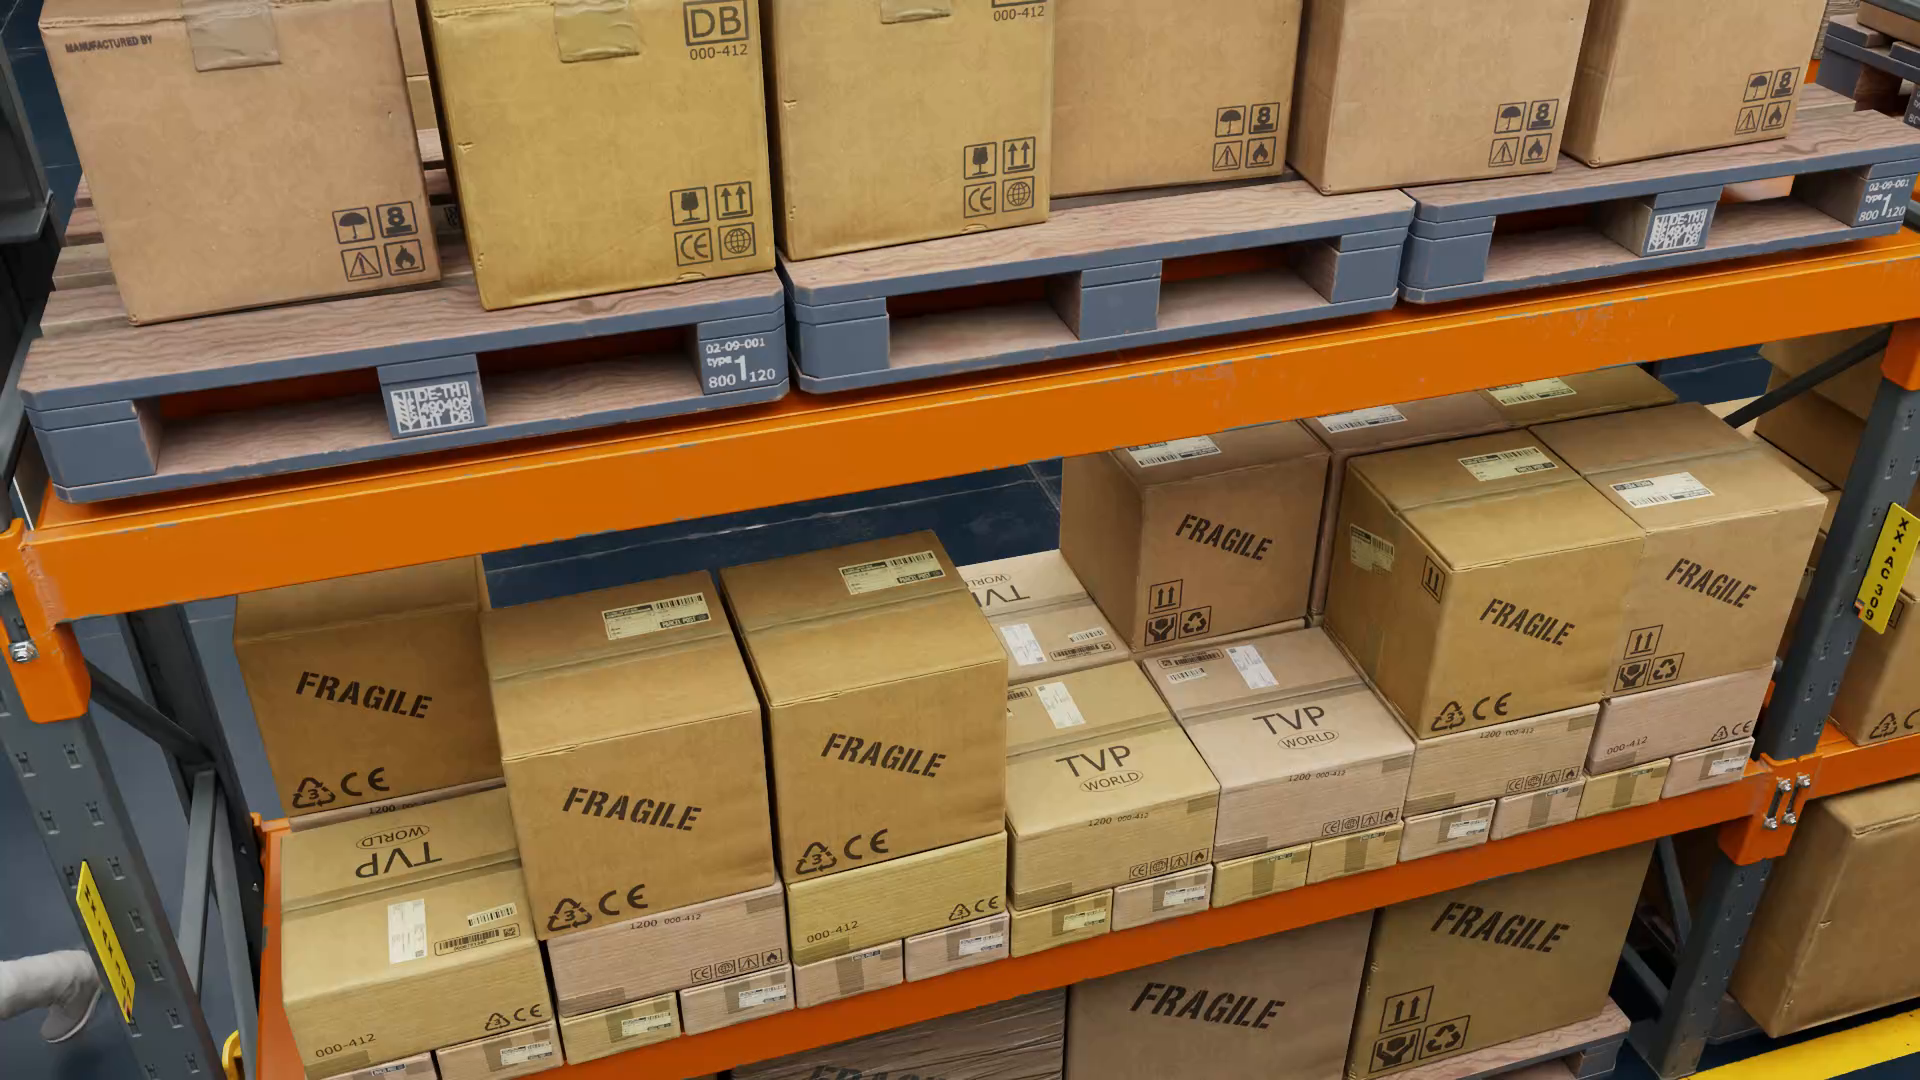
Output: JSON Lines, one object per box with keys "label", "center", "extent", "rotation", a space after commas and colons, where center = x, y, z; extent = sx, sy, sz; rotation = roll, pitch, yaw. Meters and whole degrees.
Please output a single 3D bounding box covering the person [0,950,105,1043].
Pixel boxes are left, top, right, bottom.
{"label": "person", "center": [-2.986, 0.947, 4.697], "extent": [0.551, 1.726, 0.783], "rotation": [21, 39, 28]}
